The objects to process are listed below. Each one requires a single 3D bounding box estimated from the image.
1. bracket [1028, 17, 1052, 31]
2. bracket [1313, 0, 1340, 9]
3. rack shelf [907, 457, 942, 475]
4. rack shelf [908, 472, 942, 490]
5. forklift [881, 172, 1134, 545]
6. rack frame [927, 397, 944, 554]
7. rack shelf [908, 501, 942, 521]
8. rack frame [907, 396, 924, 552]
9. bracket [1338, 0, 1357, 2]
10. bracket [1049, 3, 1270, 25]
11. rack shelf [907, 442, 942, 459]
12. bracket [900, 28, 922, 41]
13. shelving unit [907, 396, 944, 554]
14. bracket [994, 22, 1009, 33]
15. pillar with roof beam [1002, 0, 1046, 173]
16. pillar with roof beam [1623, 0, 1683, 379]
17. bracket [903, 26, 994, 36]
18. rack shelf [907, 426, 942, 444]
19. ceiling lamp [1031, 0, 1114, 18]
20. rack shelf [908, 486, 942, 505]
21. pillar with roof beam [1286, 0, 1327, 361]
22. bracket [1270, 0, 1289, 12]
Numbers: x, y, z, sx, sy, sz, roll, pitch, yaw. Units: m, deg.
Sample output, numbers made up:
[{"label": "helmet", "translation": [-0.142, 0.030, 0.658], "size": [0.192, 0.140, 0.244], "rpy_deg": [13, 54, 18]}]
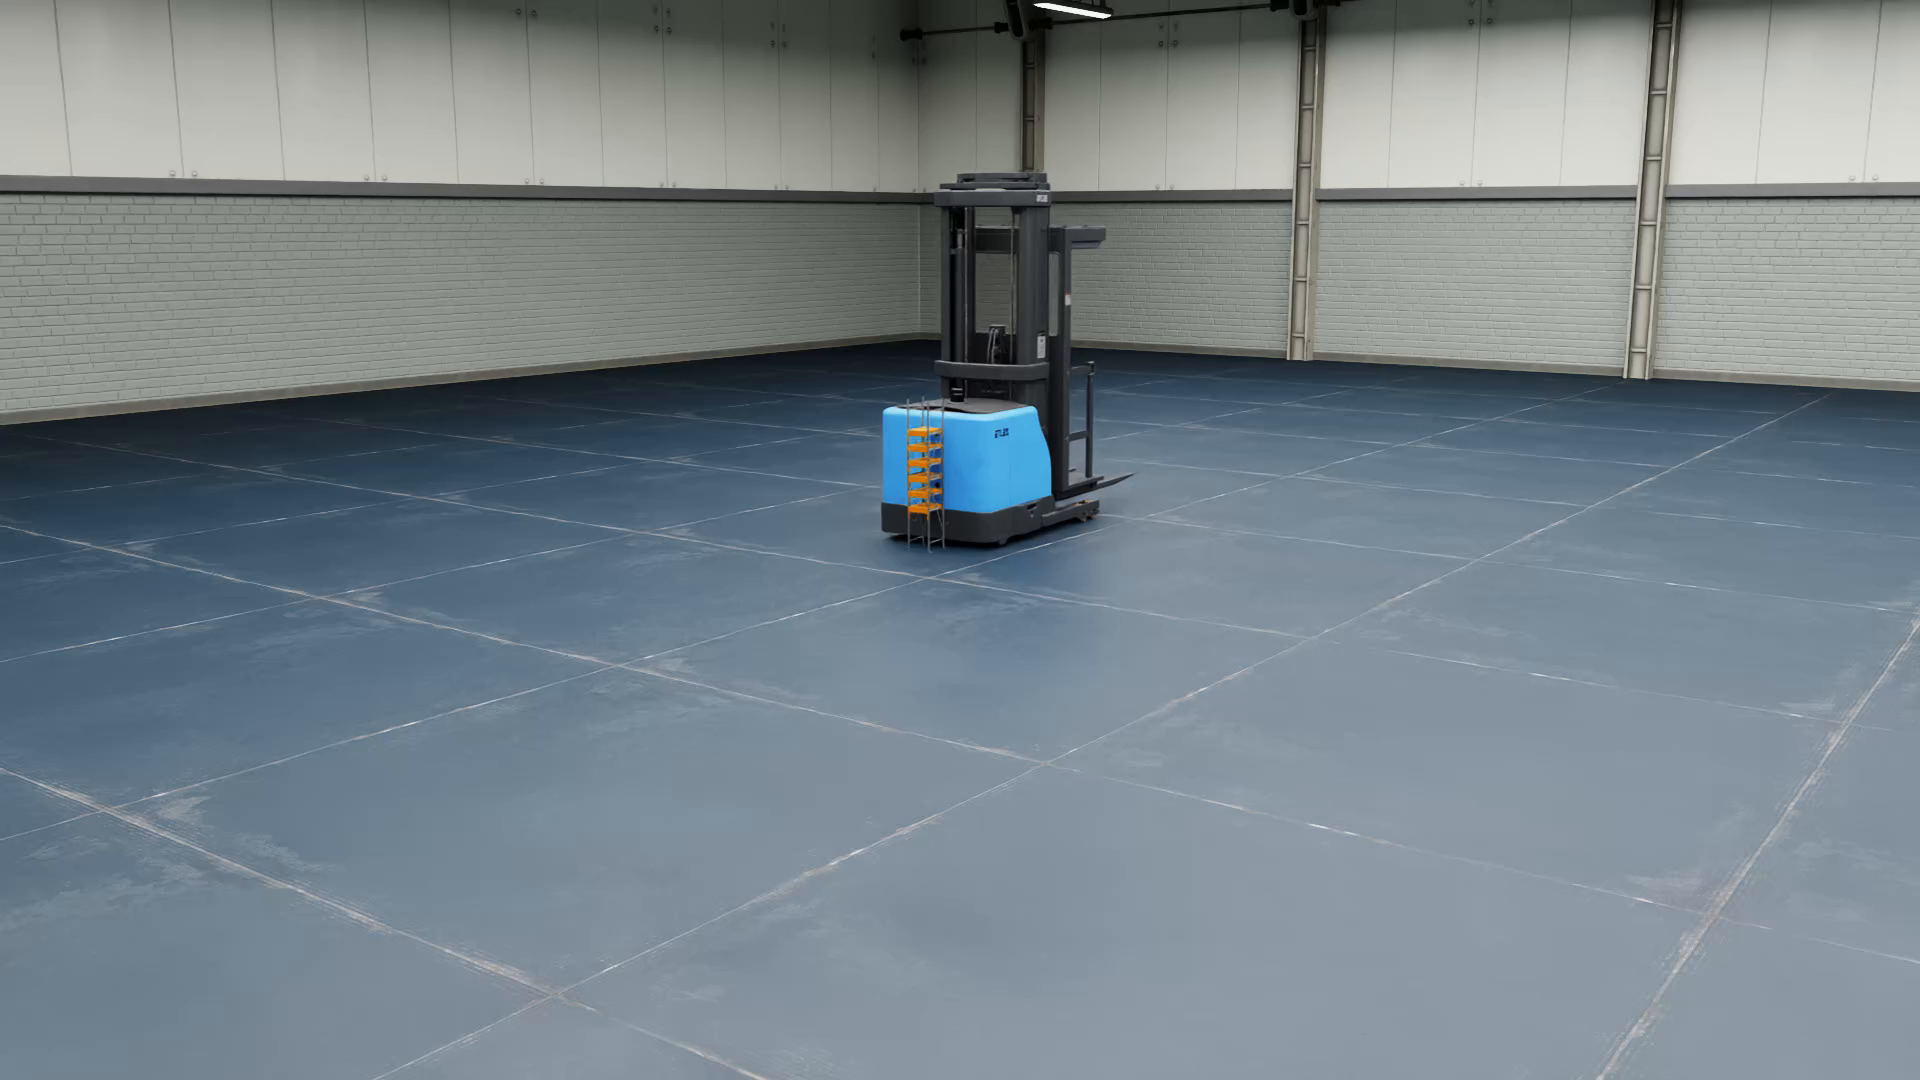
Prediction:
[{"label": "bracket", "translation": [1.575, -10.093, 32.533], "size": [0.430, 0.232, 0.235], "rpy_deg": [8, 13, 36]}, {"label": "bracket", "translation": [6.412, -9.419, 29.047], "size": [0.430, 0.232, 0.235], "rpy_deg": [8, 13, 36]}, {"label": "rack shelf", "translation": [-0.267, -0.584, 12.992], "size": [0.180, 0.103, 0.258], "rpy_deg": [6, 13, 29]}, {"label": "rack shelf", "translation": [-0.267, -0.466, 13.014], "size": [0.180, 0.103, 0.258], "rpy_deg": [6, 13, 29]}, {"label": "forklift", "translation": [0.559, -1.633, 14.254], "size": [1.130, 2.935, 3.031], "rpy_deg": [7, 13, 31]}, {"label": "rack frame", "translation": [-0.188, -0.501, 12.961], "size": [0.006, 1.200, 0.240], "rpy_deg": [6, 13, 29]}, {"label": "rack shelf", "translation": [-0.267, -0.231, 13.060], "size": [0.180, 0.103, 0.258], "rpy_deg": [6, 13, 29]}, {"label": "rack frame", "translation": [-0.347, -0.519, 13.051], "size": [0.006, 1.200, 0.240], "rpy_deg": [6, 13, 29]}, {"label": "bracket", "translation": [8.488, -9.129, 27.549], "size": [4.783, 0.066, 0.076], "rpy_deg": [8, 13, 36]}, {"label": "bracket", "translation": [3.652, -9.804, 31.036], "size": [4.783, 0.066, 0.076], "rpy_deg": [8, 13, 36]}, {"label": "rack shelf", "translation": [-0.267, -0.702, 12.969], "size": [0.180, 0.103, 0.258], "rpy_deg": [6, 13, 29]}, {"label": "bracket", "translation": [-1.004, -10.453, 34.393], "size": [0.430, 0.232, 0.235], "rpy_deg": [8, 13, 36]}, {"label": "shelving unit", "translation": [-0.267, -0.510, 13.006], "size": [0.189, 1.200, 0.258], "rpy_deg": [6, 13, 29]}, {"label": "bracket", "translation": [0.906, -10.187, 33.016], "size": [0.430, 0.232, 0.235], "rpy_deg": [8, 13, 36]}, {"label": "pillar with roof beam", "translation": [-1.097, -7.768, 29.991], "size": [0.548, 9.000, 9.100], "rpy_deg": [8, 13, 36]}, {"label": "pillar with roof beam", "translation": [8.575, -6.419, 23.017], "size": [0.400, 9.000, 9.100], "rpy_deg": [8, 13, 36]}, {"label": "bracket", "translation": [-0.528, -10.387, 34.050], "size": [3.189, 0.066, 0.076], "rpy_deg": [8, 13, 36]}, {"label": "rack shelf", "translation": [-0.267, -0.820, 12.946], "size": [0.180, 0.103, 0.258], "rpy_deg": [6, 13, 29]}, {"label": "ceiling lamp", "translation": [1.629, -10.099, 26.672], "size": [0.800, 3.185, 2.000], "rpy_deg": [8, 13, 36]}, {"label": "rack shelf", "translation": [-0.267, -0.348, 13.037], "size": [0.180, 0.103, 0.258], "rpy_deg": [6, 13, 29]}, {"label": "pillar with roof beam", "translation": [3.739, -7.093, 26.504], "size": [0.548, 9.000, 9.100], "rpy_deg": [8, 13, 36]}, {"label": "bracket", "translation": [5.742, -9.512, 29.529], "size": [0.430, 0.232, 0.235], "rpy_deg": [8, 13, 36]}]
